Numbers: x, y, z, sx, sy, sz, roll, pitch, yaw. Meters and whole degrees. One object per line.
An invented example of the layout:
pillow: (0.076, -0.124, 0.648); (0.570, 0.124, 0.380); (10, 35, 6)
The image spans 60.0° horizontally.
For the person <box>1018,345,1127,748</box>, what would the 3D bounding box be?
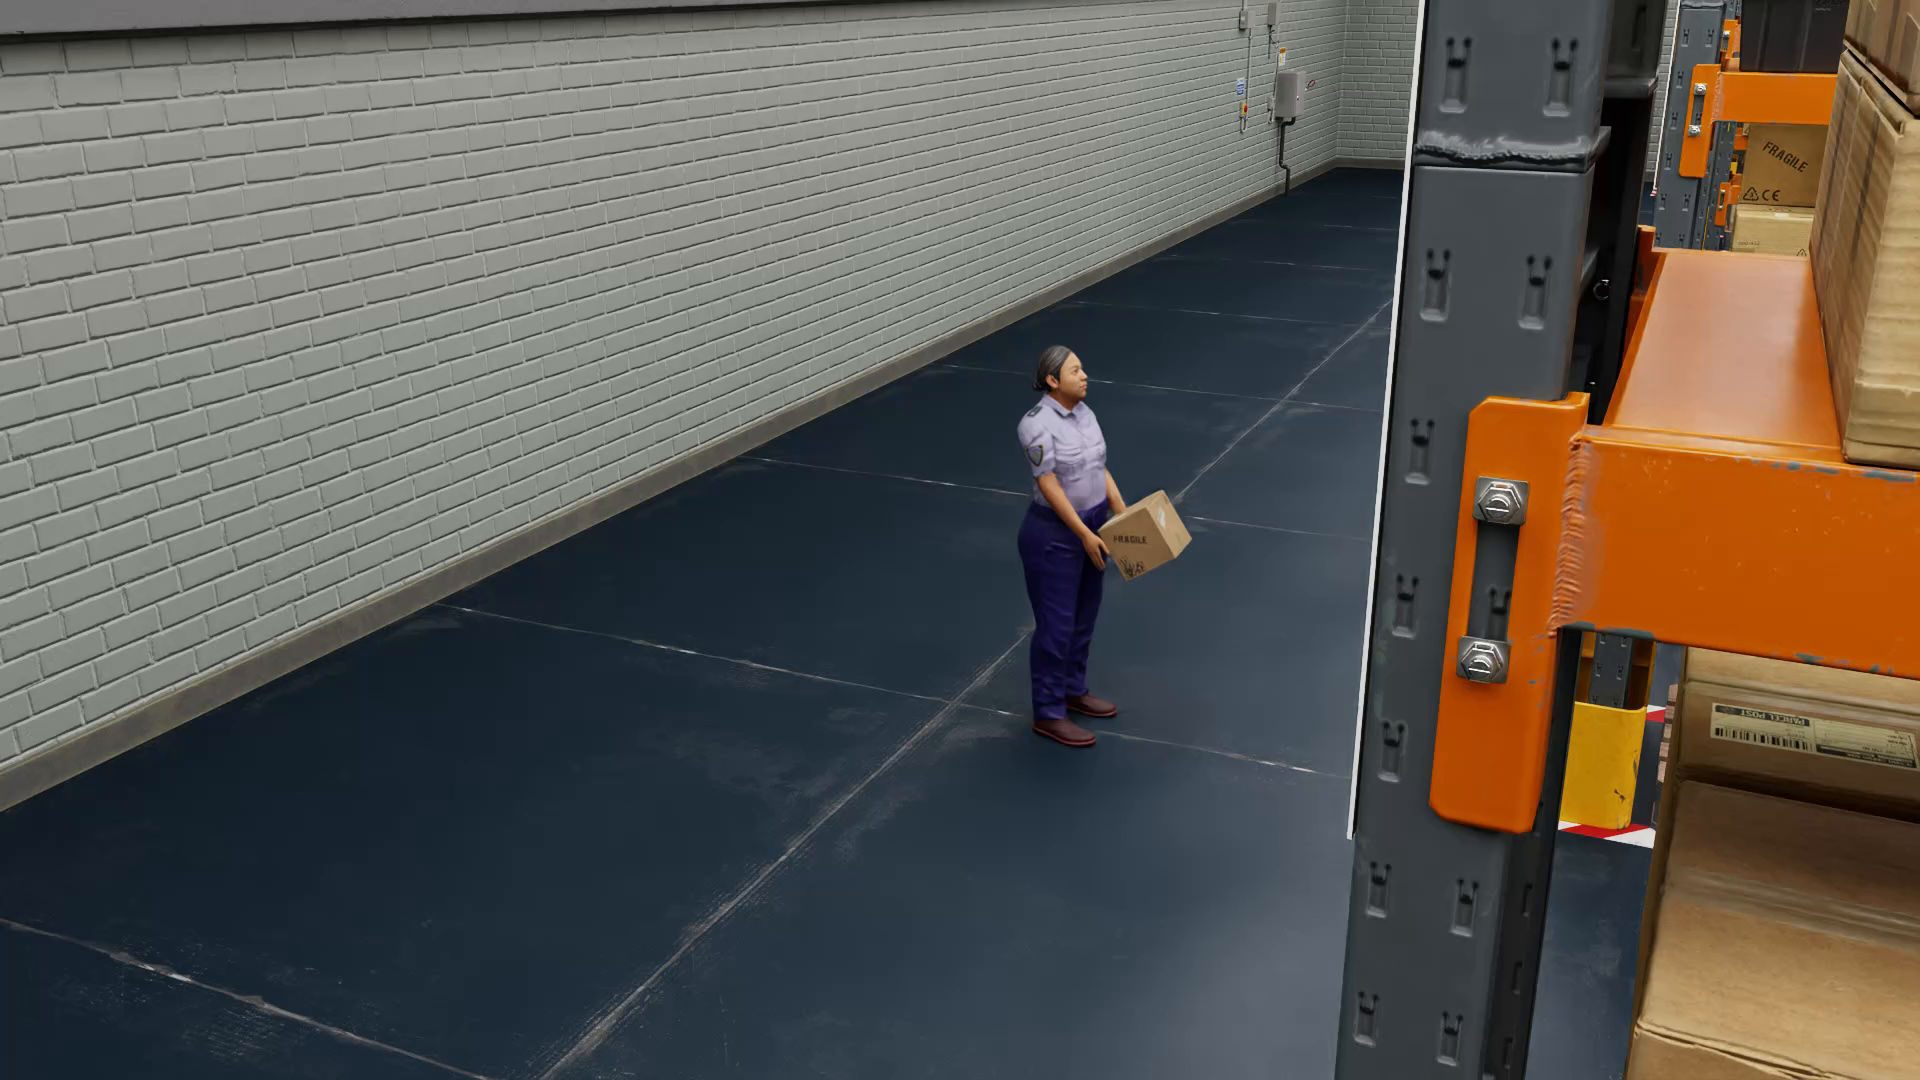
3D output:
person: (0.495, 0.008, 7.060); (0.474, 1.650, 0.503); (14, 23, 35)
